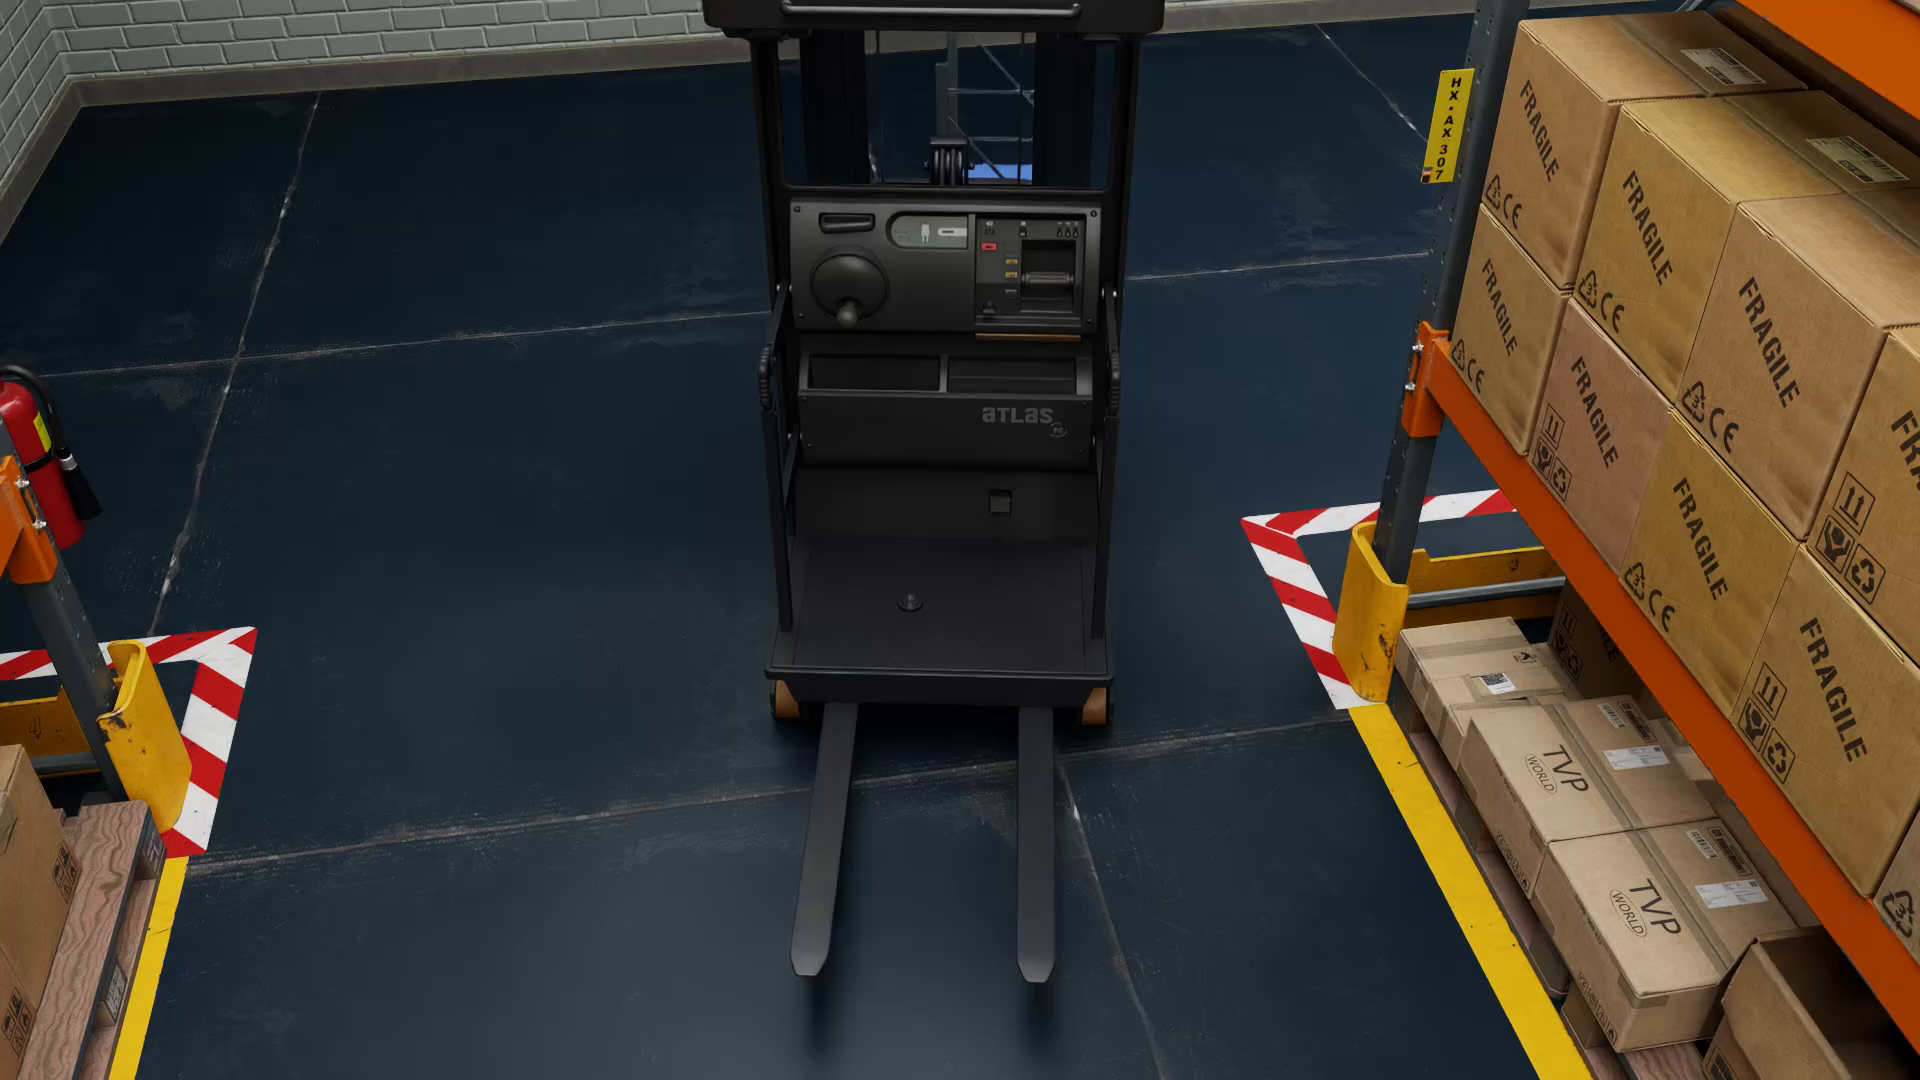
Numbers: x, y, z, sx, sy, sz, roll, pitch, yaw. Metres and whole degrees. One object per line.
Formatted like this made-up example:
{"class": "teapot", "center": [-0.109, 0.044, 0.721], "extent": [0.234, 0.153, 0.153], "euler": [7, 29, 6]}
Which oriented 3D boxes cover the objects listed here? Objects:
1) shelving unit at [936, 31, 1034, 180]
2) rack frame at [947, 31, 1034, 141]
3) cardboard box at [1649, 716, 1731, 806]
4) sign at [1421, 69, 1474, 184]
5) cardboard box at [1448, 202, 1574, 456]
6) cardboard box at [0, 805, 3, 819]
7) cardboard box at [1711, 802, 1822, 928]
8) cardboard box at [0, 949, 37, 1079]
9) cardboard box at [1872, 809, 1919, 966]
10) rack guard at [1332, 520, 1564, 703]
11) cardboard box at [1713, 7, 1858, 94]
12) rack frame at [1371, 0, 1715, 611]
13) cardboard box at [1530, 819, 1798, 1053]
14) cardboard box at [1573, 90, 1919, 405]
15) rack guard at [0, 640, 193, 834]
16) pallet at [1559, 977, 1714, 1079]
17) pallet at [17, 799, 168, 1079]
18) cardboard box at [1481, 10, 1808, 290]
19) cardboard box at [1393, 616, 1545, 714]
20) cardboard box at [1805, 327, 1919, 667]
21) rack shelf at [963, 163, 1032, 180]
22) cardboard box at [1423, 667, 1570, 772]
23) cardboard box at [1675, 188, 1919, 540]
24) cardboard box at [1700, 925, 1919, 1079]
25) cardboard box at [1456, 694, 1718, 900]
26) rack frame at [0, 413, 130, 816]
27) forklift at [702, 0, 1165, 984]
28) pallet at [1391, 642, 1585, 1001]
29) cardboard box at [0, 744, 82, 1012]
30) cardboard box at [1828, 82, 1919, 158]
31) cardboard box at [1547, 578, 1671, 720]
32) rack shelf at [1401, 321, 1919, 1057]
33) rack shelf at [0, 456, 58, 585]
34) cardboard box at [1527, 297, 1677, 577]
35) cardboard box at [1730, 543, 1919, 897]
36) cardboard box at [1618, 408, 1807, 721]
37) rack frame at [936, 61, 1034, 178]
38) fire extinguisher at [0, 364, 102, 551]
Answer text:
{"class": "shelving unit", "center": [0.180, -1.444, 6.887], "extent": [0.538, 1.500, 1.048], "euler": [1, 38, 2]}
{"class": "rack frame", "center": [0.197, -1.756, 7.288], "extent": [0.500, 1.500, 0.032], "euler": [1, 38, 2]}
{"class": "cardboard box", "center": [2.192, 0.654, 4.914], "extent": [0.380, 0.166, 0.250], "euler": [-6, 38, -8]}
{"class": "sign", "center": [1.337, -1.131, 4.555], "extent": [0.100, 0.325, 0.005], "euler": [-6, 38, -8]}
{"class": "cardboard box", "center": [1.690, -0.590, 4.483], "extent": [0.500, 0.500, 0.500], "euler": [-5, 38, -7]}
{"class": "cardboard box", "center": [-2.582, 0.723, 4.041], "extent": [0.380, 0.149, 0.250], "euler": [-7, 38, -8]}
{"class": "cardboard box", "center": [2.346, 0.944, 4.473], "extent": [0.500, 0.250, 0.500], "euler": [-6, 38, -8]}
{"class": "cardboard box", "center": [-2.696, 1.223, 3.926], "extent": [0.700, 0.500, 0.500], "euler": [-6, 38, -8]}
{"class": "cardboard box", "center": [2.048, 0.634, 2.908], "extent": [0.500, 0.500, 0.500], "euler": [-5, 38, -7]}
{"class": "rack guard", "center": [1.885, 0.186, 5.603], "extent": [1.175, 0.500, 0.348], "euler": [-6, 38, -8]}
{"class": "cardboard box", "center": [2.220, -1.042, 4.250], "extent": [0.500, 0.500, 0.500], "euler": [-7, 38, -8]}
{"class": "rack frame", "center": [1.871, -0.847, 4.896], "extent": [1.000, 3.000, 0.127], "euler": [-6, 38, -8]}
{"class": "cardboard box", "center": [1.863, 1.028, 4.365], "extent": [0.500, 0.250, 0.500], "euler": [-6, 38, -8]}
{"class": "cardboard box", "center": [1.789, -0.670, 3.771], "extent": [0.500, 0.500, 0.500], "euler": [-6, 38, -7]}
{"class": "rack guard", "center": [-3.009, 0.660, 4.992], "extent": [1.175, 0.500, 0.348], "euler": [-6, 38, -8]}
{"class": "pallet", "center": [2.236, 1.517, 4.126], "extent": [1.003, 0.211, 1.213], "euler": [-6, 38, -8]}
{"class": "pallet", "center": [-2.788, 1.264, 4.452], "extent": [1.003, 0.211, 1.213], "euler": [-6, 38, -8]}
{"class": "cardboard box", "center": [1.690, -0.985, 4.177], "extent": [0.500, 0.500, 0.500], "euler": [-5, 38, -7]}
{"class": "cardboard box", "center": [1.606, 0.395, 5.262], "extent": [0.380, 0.149, 0.250], "euler": [-6, 38, -8]}
{"class": "cardboard box", "center": [1.962, -0.061, 2.987], "extent": [0.500, 0.500, 0.500], "euler": [-7, 38, -8]}
{"class": "rack shelf", "center": [0.180, -1.302, 6.997], "extent": [0.538, 0.185, 1.000], "euler": [1, 38, 2]}
{"class": "cardboard box", "center": [1.650, 0.539, 5.062], "extent": [0.380, 0.166, 0.250], "euler": [-6, 38, -8]}
{"class": "cardboard box", "center": [1.872, -0.368, 3.382], "extent": [0.500, 0.500, 0.500], "euler": [-6, 38, -7]}
{"class": "cardboard box", "center": [2.238, 1.247, 3.877], "extent": [0.797, 0.503, 0.637], "euler": [-6, 38, -8]}
{"class": "cardboard box", "center": [1.775, 0.726, 4.753], "extent": [0.500, 0.250, 0.500], "euler": [-6, 38, -8]}
{"class": "rack frame", "center": [-3.005, -0.312, 4.207], "extent": [1.000, 3.000, 0.127], "euler": [-6, 38, -8]}
{"class": "forklift", "center": [-0.050, -0.750, 4.826], "extent": [1.130, 2.935, 3.031], "euler": [1, 38, 2]}
{"class": "pallet", "center": [2.025, 0.781, 5.072], "extent": [1.003, 0.211, 1.213], "euler": [-6, 38, -8]}
{"class": "cardboard box", "center": [-2.784, 0.921, 4.315], "extent": [0.700, 0.500, 0.500], "euler": [-6, 38, -8]}
{"class": "cardboard box", "center": [2.310, -0.737, 3.858], "extent": [0.500, 0.500, 0.500], "euler": [-5, 38, -7]}
{"class": "cardboard box", "center": [2.209, 0.268, 5.139], "extent": [0.500, 0.500, 0.500], "euler": [-6, 38, -8]}
{"class": "rack shelf", "center": [2.222, 0.645, 3.561], "extent": [1.077, 0.370, 4.000], "euler": [-6, 38, -8]}
{"class": "rack shelf", "center": [-2.654, 1.180, 2.873], "extent": [1.077, 0.370, 4.000], "euler": [-6, 38, -8]}
{"class": "cardboard box", "center": [1.785, -0.279, 4.083], "extent": [0.500, 0.500, 0.500], "euler": [-7, 38, -8]}
{"class": "cardboard box", "center": [1.956, 0.326, 3.304], "extent": [0.500, 0.500, 0.500], "euler": [-6, 38, -7]}
{"class": "cardboard box", "center": [1.870, 0.024, 3.692], "extent": [0.500, 0.500, 0.500], "euler": [-6, 38, -8]}
{"class": "rack frame", "center": [0.163, -1.133, 6.485], "extent": [0.500, 1.500, 0.032], "euler": [1, 38, 2]}
{"class": "fire extinguisher", "center": [-2.577, -0.275, 4.526], "extent": [0.296, 0.674, 0.183], "euler": [-6, 38, -8]}
